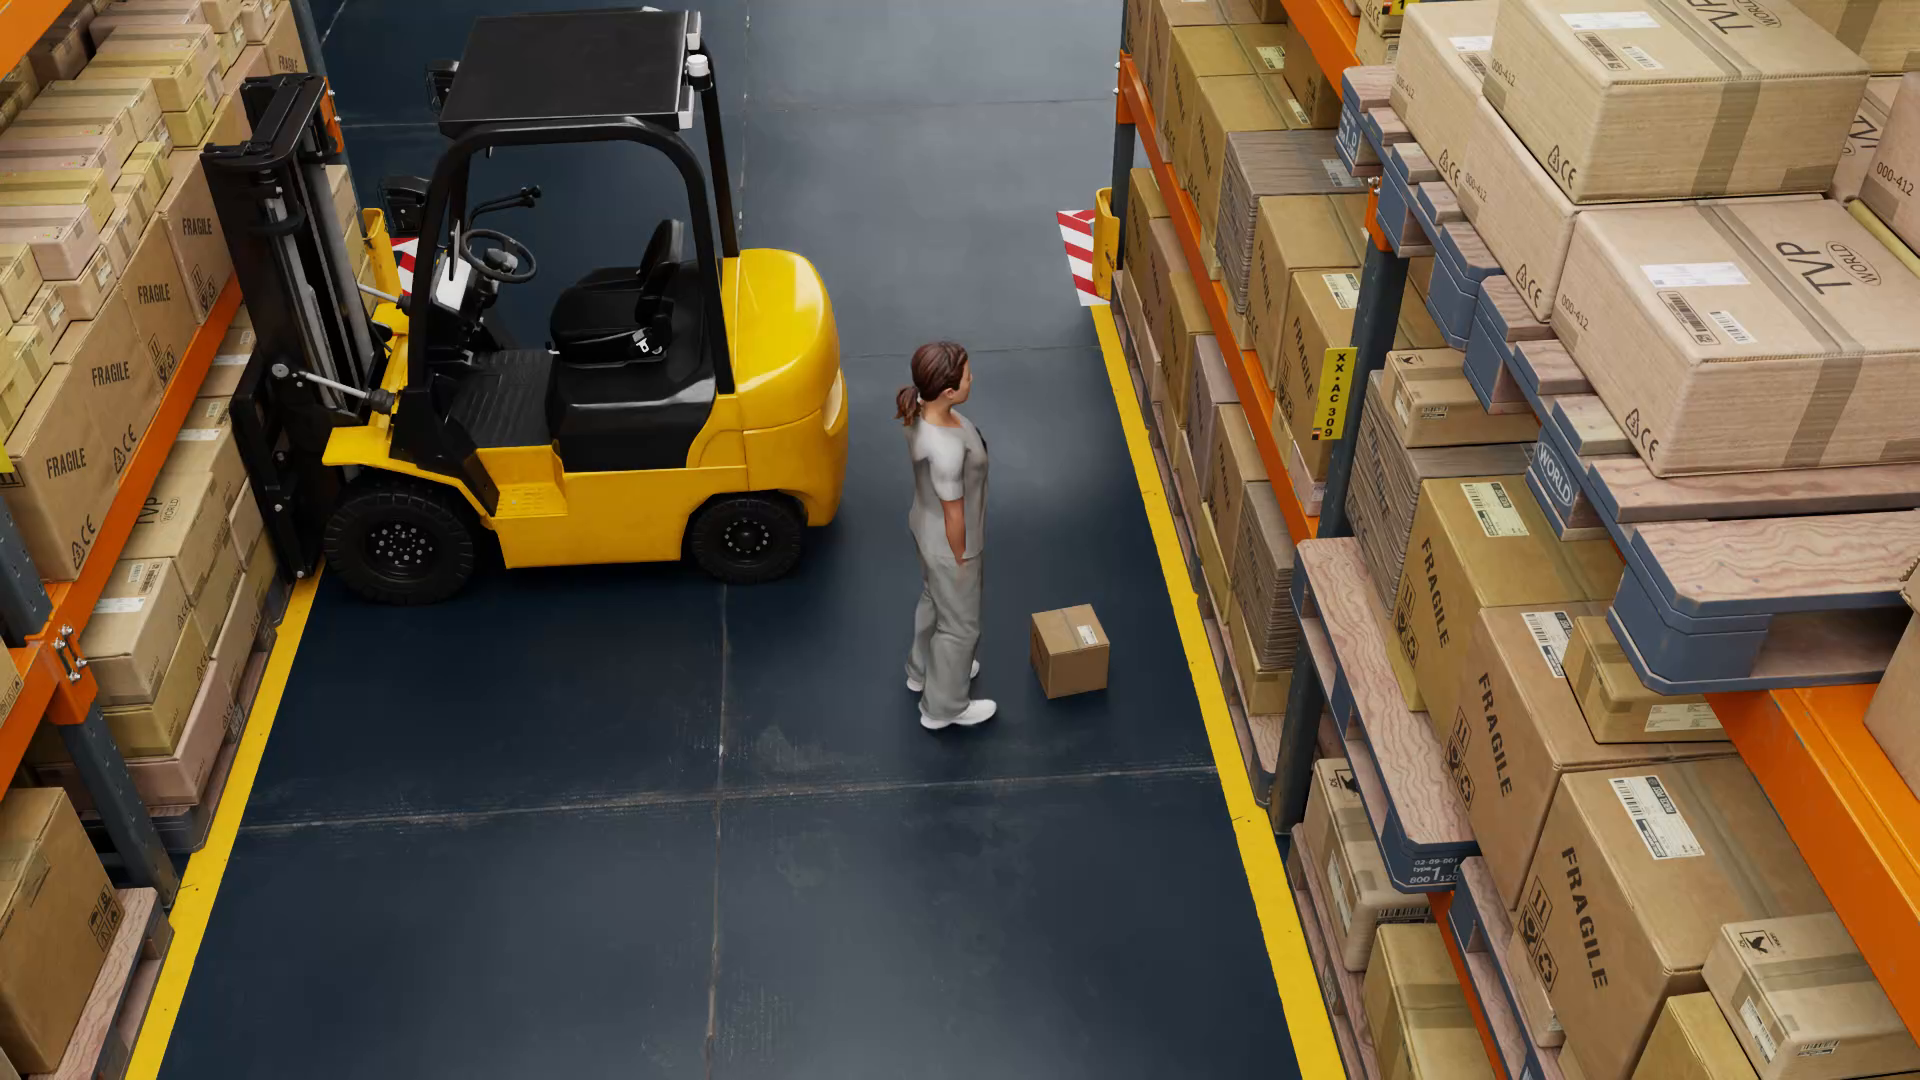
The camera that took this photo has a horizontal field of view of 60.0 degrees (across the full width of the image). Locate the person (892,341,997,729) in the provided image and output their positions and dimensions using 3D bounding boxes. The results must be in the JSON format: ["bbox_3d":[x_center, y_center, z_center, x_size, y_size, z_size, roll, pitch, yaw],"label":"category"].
[{"bbox_3d":[-0.063,-0.016,6.182,0.359,1.671,0.439,-10,40,-12],"label":"person"}]
